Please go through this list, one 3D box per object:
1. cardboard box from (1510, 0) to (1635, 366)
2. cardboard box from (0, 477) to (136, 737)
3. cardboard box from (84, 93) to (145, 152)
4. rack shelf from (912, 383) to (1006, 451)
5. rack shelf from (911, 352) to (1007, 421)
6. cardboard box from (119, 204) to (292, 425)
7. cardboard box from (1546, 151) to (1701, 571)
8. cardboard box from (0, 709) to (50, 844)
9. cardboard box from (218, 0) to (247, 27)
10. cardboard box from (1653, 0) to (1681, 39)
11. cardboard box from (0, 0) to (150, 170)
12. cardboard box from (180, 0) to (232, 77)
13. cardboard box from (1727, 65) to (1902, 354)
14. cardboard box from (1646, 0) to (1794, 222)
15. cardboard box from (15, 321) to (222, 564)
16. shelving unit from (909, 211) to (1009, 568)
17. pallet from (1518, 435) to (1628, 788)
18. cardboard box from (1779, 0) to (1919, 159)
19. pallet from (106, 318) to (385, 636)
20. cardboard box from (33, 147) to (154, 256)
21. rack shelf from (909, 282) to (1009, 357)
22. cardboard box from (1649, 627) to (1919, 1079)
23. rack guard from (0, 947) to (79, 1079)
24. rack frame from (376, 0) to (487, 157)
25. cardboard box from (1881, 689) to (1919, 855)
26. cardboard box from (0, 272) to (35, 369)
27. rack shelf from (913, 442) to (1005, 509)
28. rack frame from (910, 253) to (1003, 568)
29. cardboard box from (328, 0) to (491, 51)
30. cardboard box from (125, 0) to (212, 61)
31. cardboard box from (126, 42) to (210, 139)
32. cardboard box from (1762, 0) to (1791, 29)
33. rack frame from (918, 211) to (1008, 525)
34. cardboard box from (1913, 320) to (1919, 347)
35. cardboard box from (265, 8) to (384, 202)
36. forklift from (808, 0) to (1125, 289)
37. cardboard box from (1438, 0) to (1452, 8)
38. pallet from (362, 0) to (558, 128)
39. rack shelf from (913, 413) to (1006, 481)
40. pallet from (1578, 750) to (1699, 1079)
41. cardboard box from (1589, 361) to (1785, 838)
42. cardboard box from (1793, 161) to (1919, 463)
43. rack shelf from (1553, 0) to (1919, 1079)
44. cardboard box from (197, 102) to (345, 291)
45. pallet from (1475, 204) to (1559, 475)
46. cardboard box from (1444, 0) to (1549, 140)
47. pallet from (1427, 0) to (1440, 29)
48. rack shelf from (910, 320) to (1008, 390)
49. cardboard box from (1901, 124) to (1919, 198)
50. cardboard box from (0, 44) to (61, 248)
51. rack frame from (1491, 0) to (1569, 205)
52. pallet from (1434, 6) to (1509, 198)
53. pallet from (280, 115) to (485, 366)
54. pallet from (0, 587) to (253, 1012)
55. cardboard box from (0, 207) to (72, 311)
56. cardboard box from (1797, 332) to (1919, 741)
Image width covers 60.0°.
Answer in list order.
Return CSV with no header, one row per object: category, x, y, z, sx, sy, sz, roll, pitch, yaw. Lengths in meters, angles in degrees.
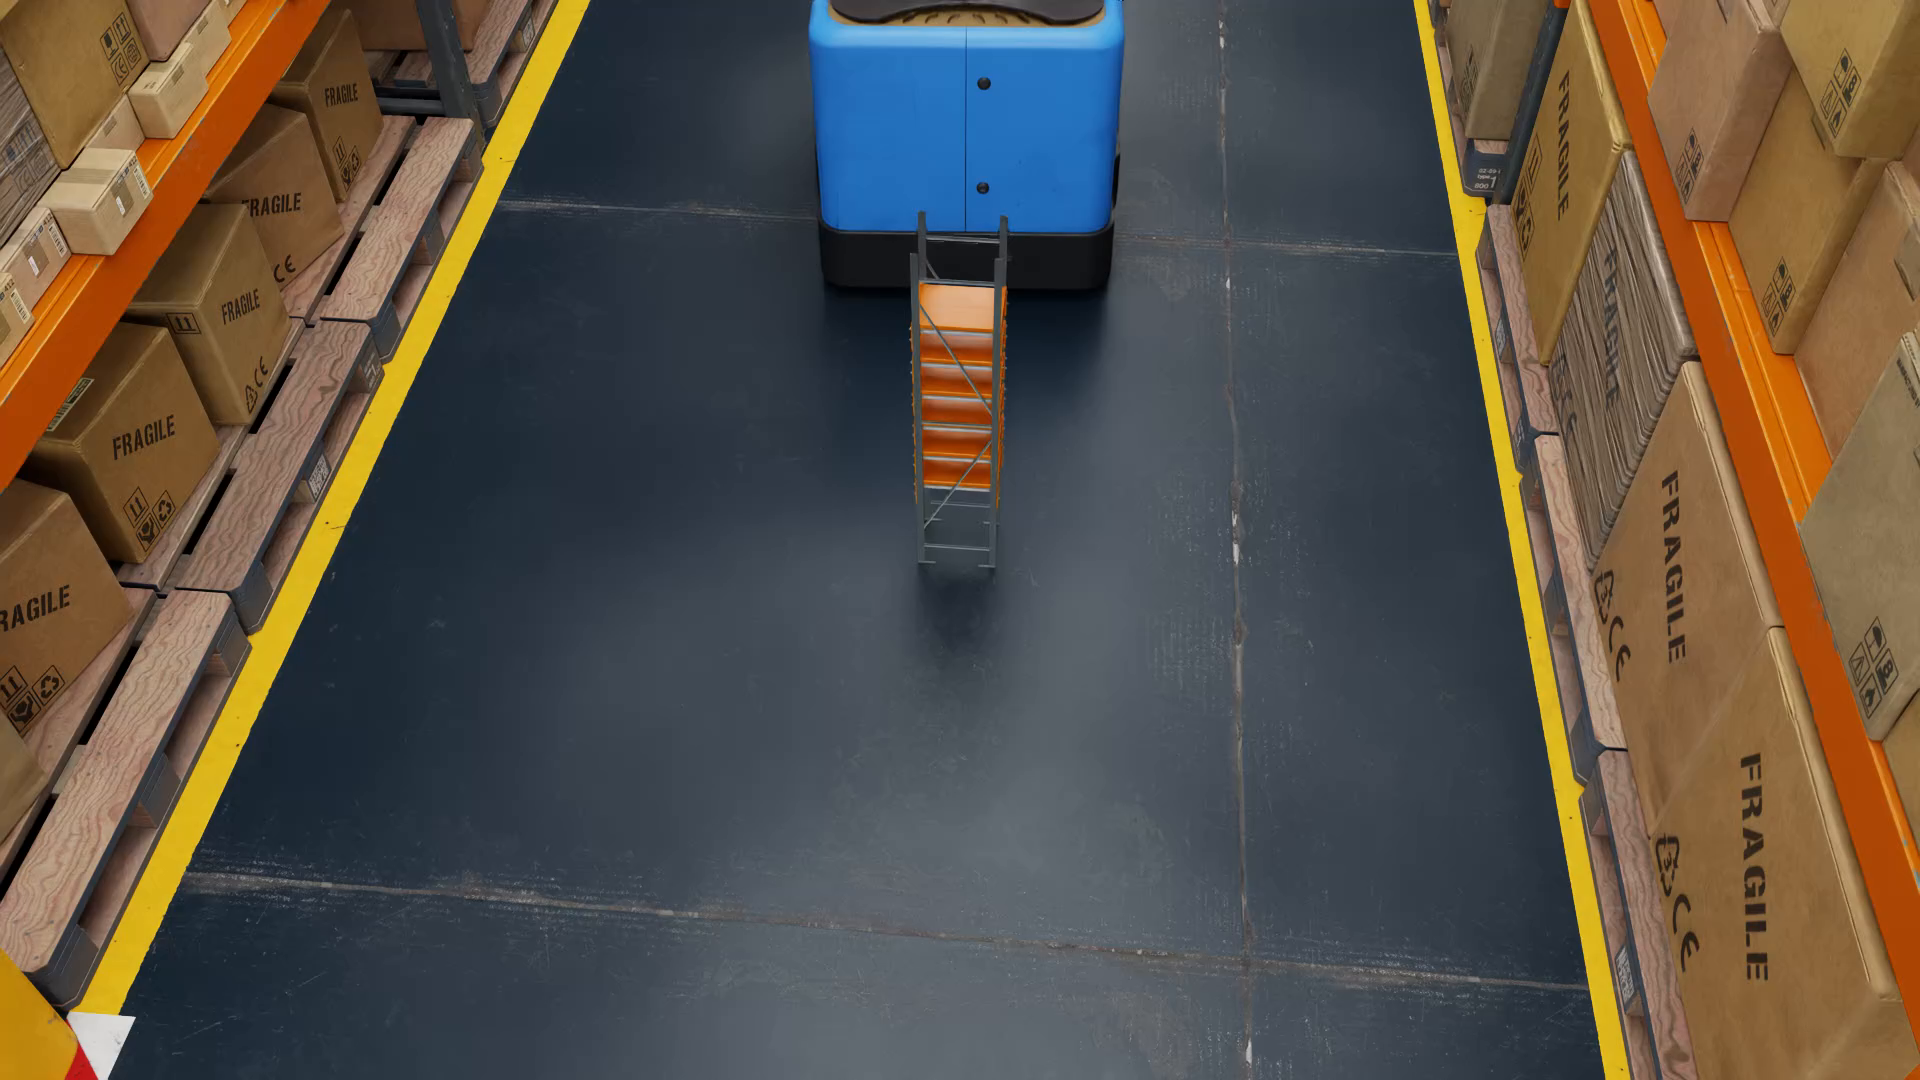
cardboard box,2.393,-1.151,5.425,0.875,0.875,0.875,5,48,4
cardboard box,-2.681,0.150,4.489,0.500,0.500,0.500,15,49,14
cardboard box,-2.388,-1.049,4.347,0.380,0.149,0.250,4,48,4
rack shelf,-0.001,-0.364,4.830,0.258,0.103,0.180,4,48,4
rack shelf,-0.001,-0.445,4.742,0.258,0.103,0.180,4,48,4
cardboard box,-2.510,-0.716,5.281,0.500,0.500,0.500,0,48,0
cardboard box,2.314,-0.488,4.819,0.875,0.875,0.875,4,48,4
cardboard box,-2.701,0.592,4.085,0.500,0.500,0.500,12,49,11
cardboard box,-2.318,-1.600,4.851,0.380,0.149,0.250,4,48,4
cardboard box,2.470,-1.557,4.540,0.875,0.550,0.550,4,48,4
cardboard box,-2.626,-1.295,4.133,0.875,0.500,0.500,4,48,4
cardboard box,-2.301,-1.414,4.681,0.380,0.149,0.250,4,48,4
cardboard box,2.355,-0.772,3.821,0.875,0.550,0.500,4,48,4
cardboard box,2.304,-1.168,4.184,0.875,0.550,0.550,4,48,4
cardboard box,-2.605,-0.309,4.909,0.500,0.500,0.500,8,48,7
shelving unit,-0.001,-0.394,4.798,0.258,1.200,0.189,4,48,4
pallet,2.264,0.210,4.915,1.003,0.211,1.213,4,48,4
cardboard box,2.291,-1.141,3.427,0.875,0.550,0.500,4,48,4
pallet,-2.545,-0.256,5.341,1.003,0.211,1.213,4,48,4
cardboard box,-2.278,-0.857,4.171,0.380,0.149,0.250,4,48,4
rack shelf,-0.001,-0.607,4.565,0.258,0.103,0.180,4,48,4
cardboard box,2.151,0.828,3.615,0.875,0.875,0.875,4,48,4
rack guard,-2.768,1.135,3.873,1.175,0.500,0.348,4,48,4
rack frame,-2.410,-2.592,5.588,1.000,3.000,0.127,4,48,4
cardboard box,2.144,0.429,2.723,0.875,0.550,0.550,4,48,4
cardboard box,-2.400,-0.494,3.840,0.380,0.149,0.250,4,48,4
rack shelf,-0.001,-0.202,5.007,0.258,0.103,0.180,4,48,4
rack frame,-0.010,-0.327,4.736,0.240,1.200,0.006,4,48,4
cardboard box,-2.333,-2.346,6.759,0.700,0.500,0.500,1,48,1
cardboard box,-2.539,-1.660,4.466,0.875,0.500,0.500,4,48,4
cardboard box,-2.289,-1.228,4.510,0.380,0.149,0.250,4,48,4
cardboard box,2.331,-1.531,3.784,0.875,0.550,0.550,4,48,4
rack frame,0.007,-0.462,4.859,0.240,1.200,0.006,4,48,4
cardboard box,2.186,-0.340,2.695,0.875,0.550,0.550,4,48,4
cardboard box,-2.487,-1.599,6.089,0.500,0.500,0.500,3,48,2
forklift,0.045,-2.964,5.974,1.130,2.935,3.031,1,48,1
cardboard box,2.578,-2.737,6.961,1.050,0.750,0.750,4,48,4
pallet,-2.341,-2.223,7.140,1.003,0.211,1.213,4,48,4
rack shelf,-0.001,-0.283,4.919,0.258,0.103,0.180,4,48,4
pallet,2.150,1.104,4.097,1.003,0.211,1.213,4,48,4
cardboard box,2.229,0.181,4.207,0.875,0.875,0.875,3,48,3
cardboard box,2.348,-0.380,3.463,0.875,0.550,0.550,4,48,4
rack shelf,2.337,-0.471,4.136,1.077,0.370,4.000,4,48,4
cardboard box,-2.531,-1.177,5.703,0.500,0.500,0.500,18,50,16
pallet,2.373,-0.689,5.737,1.003,0.211,1.213,4,48,4
cardboard box,2.487,-2.029,6.313,1.050,0.750,0.750,4,48,3
pallet,2.624,-2.714,7.589,1.003,0.211,1.213,4,48,4
rack shelf,-0.001,-0.526,4.653,0.258,0.103,0.180,4,48,4
cardboard box,2.372,-0.742,3.063,0.875,0.550,0.550,4,48,4
cardboard box,-2.683,-0.929,3.797,0.875,0.500,0.500,4,48,4
rack frame,2.520,-2.184,5.215,1.000,3.000,0.127,4,48,4
pallet,2.515,-1.815,6.767,1.003,0.211,1.213,4,48,4
pallet,-2.436,-1.155,6.163,1.003,0.211,1.213,4,48,4
pallet,-2.659,0.638,4.523,1.003,0.211,1.213,4,48,4
cardboard box,-2.404,-0.680,4.009,0.380,0.149,0.250,4,48,4
cardboard box,2.172,0.024,3.094,0.875,0.550,0.550,4,48,4
